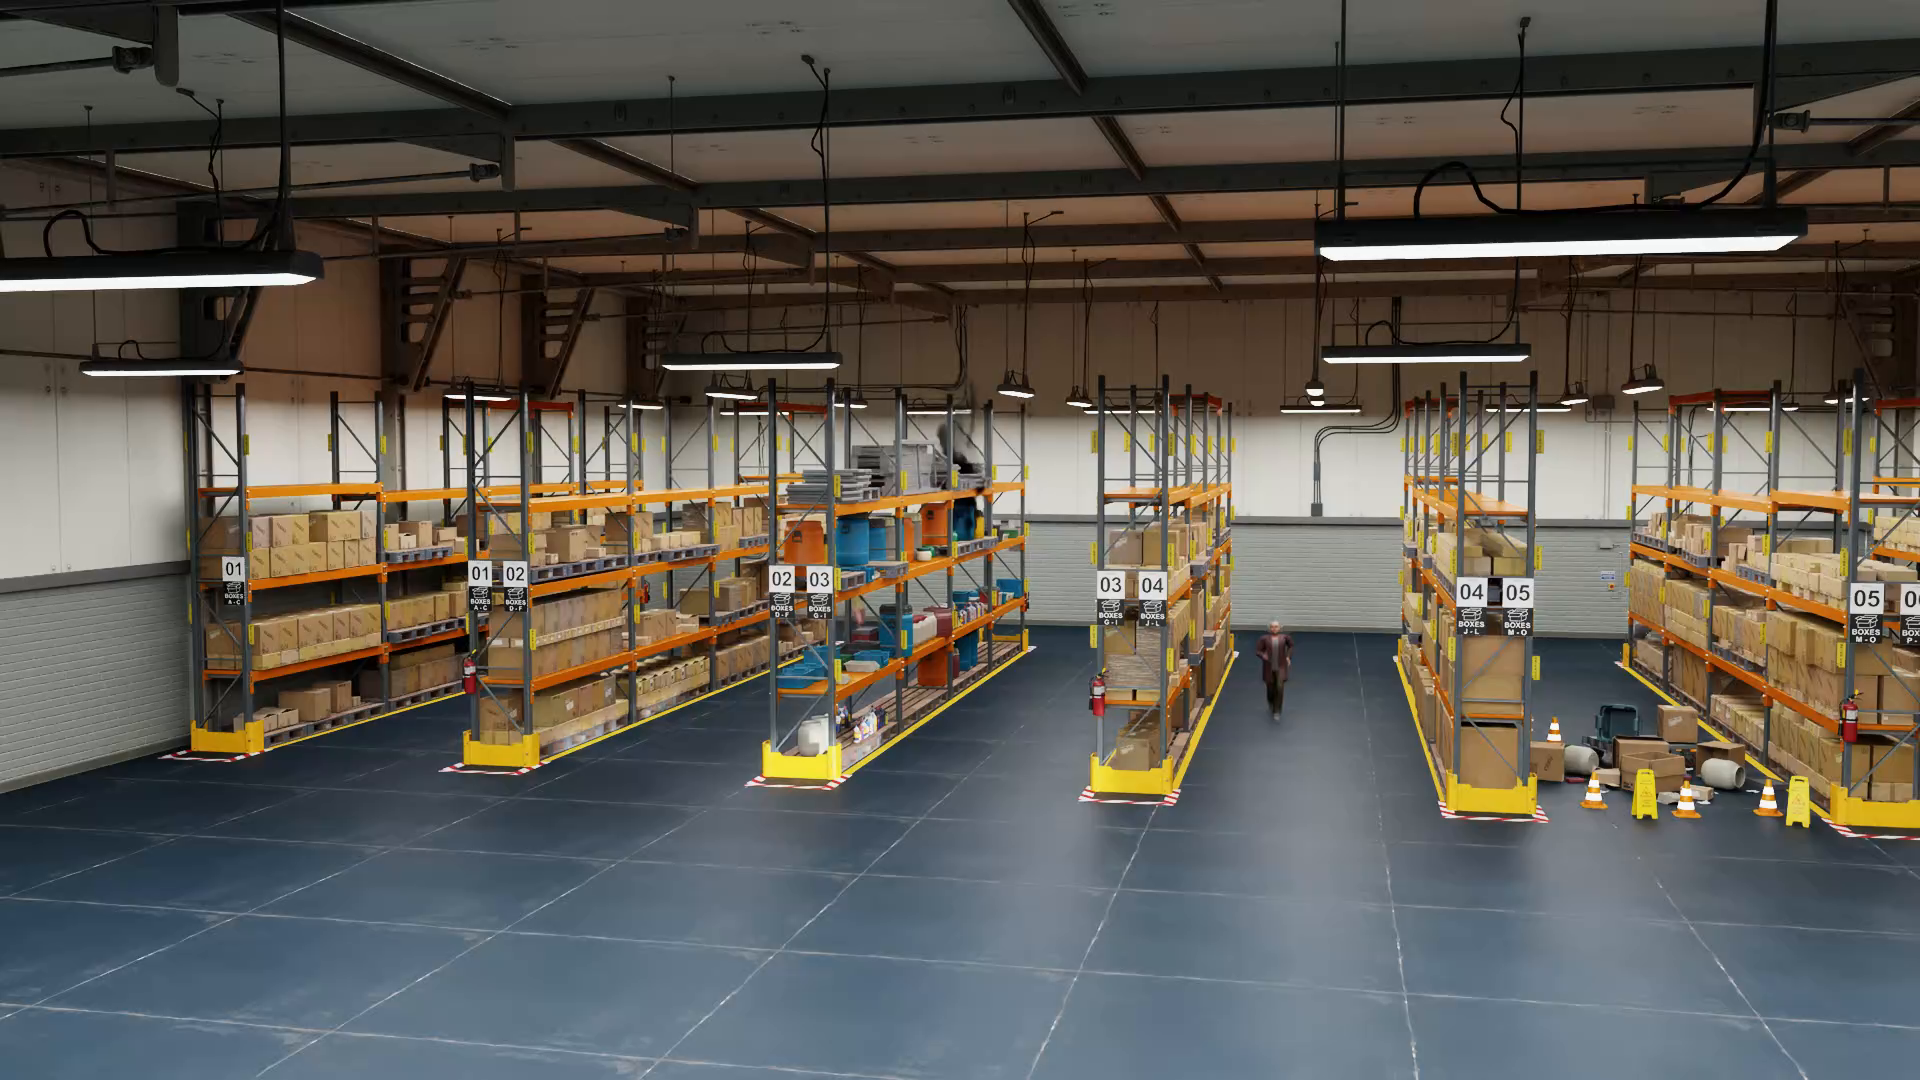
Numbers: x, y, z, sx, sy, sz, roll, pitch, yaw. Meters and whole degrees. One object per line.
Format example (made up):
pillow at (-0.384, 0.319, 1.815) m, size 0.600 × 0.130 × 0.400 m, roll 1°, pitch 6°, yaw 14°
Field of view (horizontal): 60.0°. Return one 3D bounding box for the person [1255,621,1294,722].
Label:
person at (5.754, 2.368, 30.432) m, size 0.709 × 1.792 × 1.046 m, roll 1°, pitch 3°, yaw 10°

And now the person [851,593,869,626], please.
person at (-2.577, 1.767, 42.022) m, size 0.585 × 1.696 × 0.850 m, roll -2°, pitch 4°, yaw -25°

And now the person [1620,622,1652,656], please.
person at (16.089, 2.011, 39.355) m, size 0.936 × 1.445 × 0.567 m, roll 0°, pitch 3°, yaw 3°

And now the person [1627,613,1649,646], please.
person at (15.777, 1.921, 38.684) m, size 0.560 × 1.735 × 0.778 m, roll 2°, pitch 4°, yaw 32°
